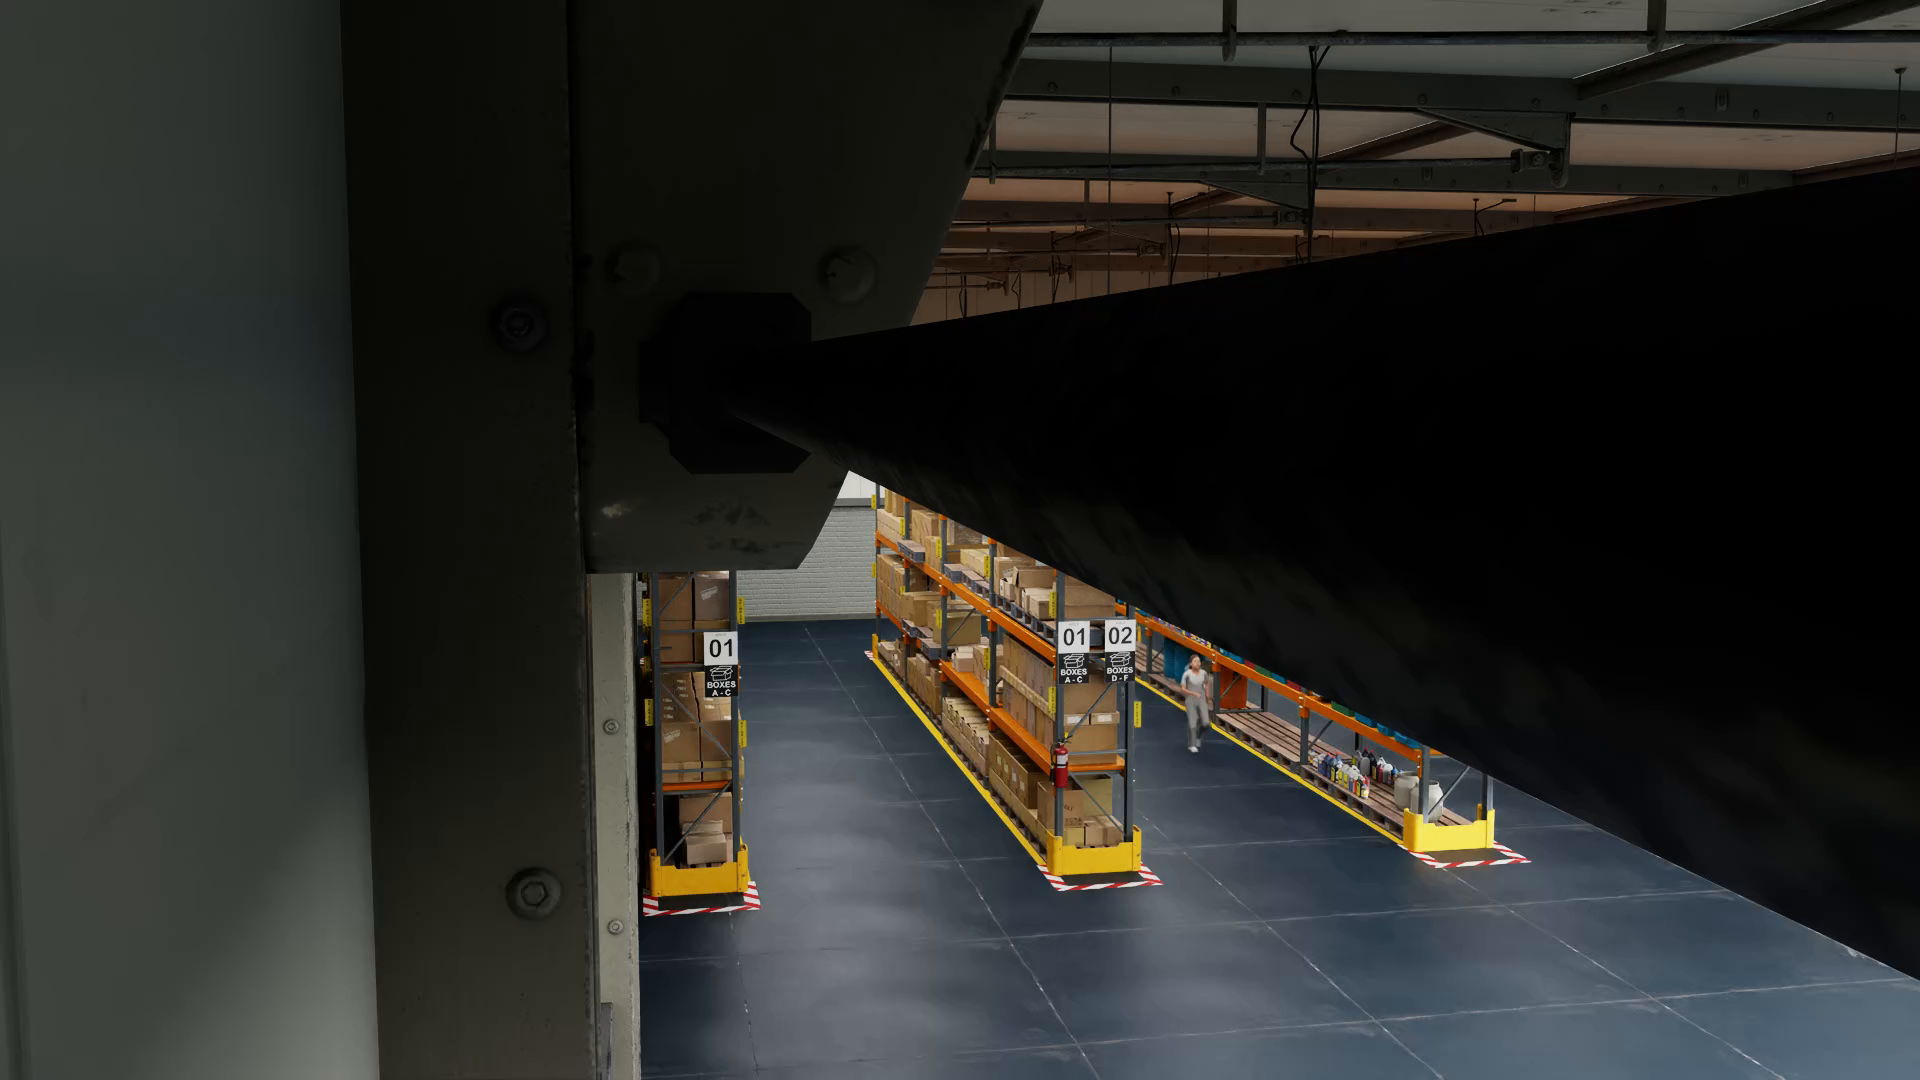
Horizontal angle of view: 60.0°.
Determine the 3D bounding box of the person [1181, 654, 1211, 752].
[{"bbox_3d":[3.911,2.694,27.391,0.550,1.619,0.571,-1,6,-12],"label":"person"}]
